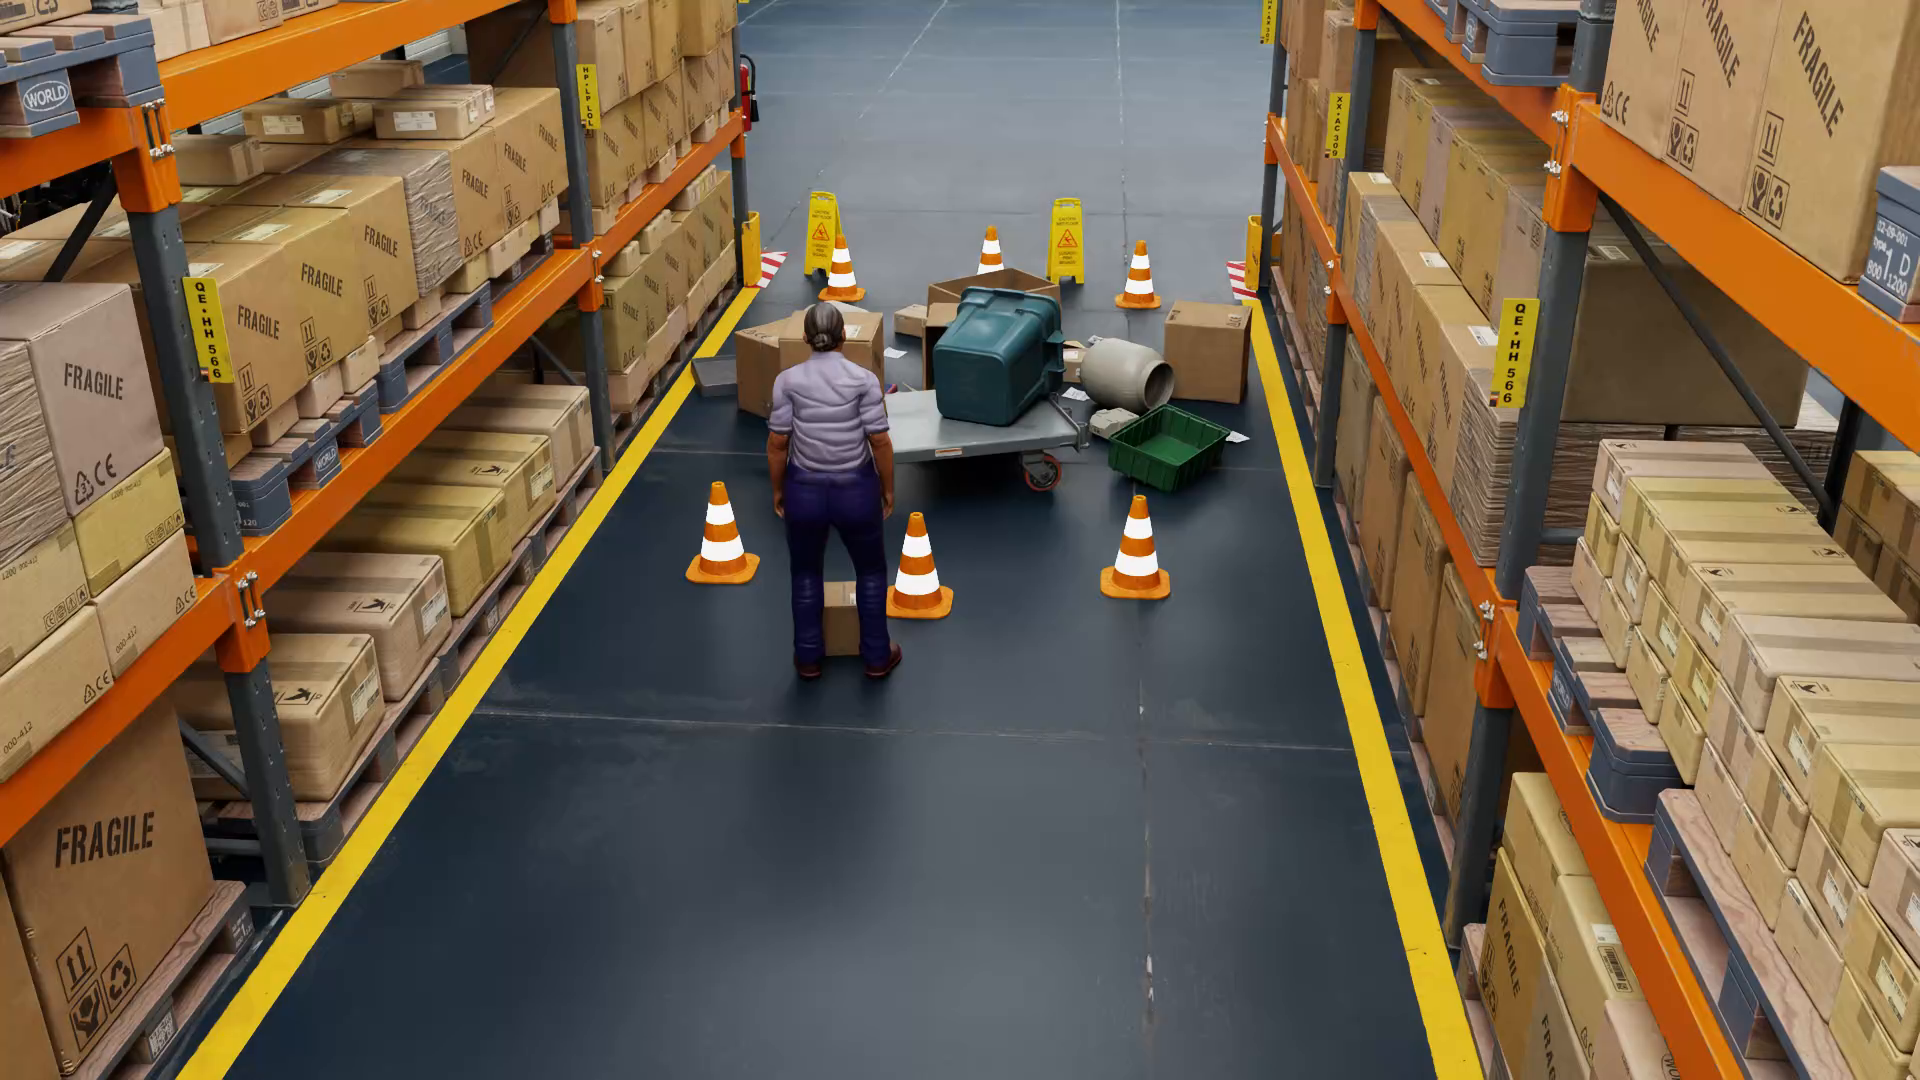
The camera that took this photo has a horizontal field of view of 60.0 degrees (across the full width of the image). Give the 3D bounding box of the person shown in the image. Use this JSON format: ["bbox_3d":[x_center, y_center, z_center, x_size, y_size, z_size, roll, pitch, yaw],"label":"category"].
[{"bbox_3d":[-0.531,-0.183,7.011,0.538,1.652,0.371,0,25,1],"label":"person"}]
